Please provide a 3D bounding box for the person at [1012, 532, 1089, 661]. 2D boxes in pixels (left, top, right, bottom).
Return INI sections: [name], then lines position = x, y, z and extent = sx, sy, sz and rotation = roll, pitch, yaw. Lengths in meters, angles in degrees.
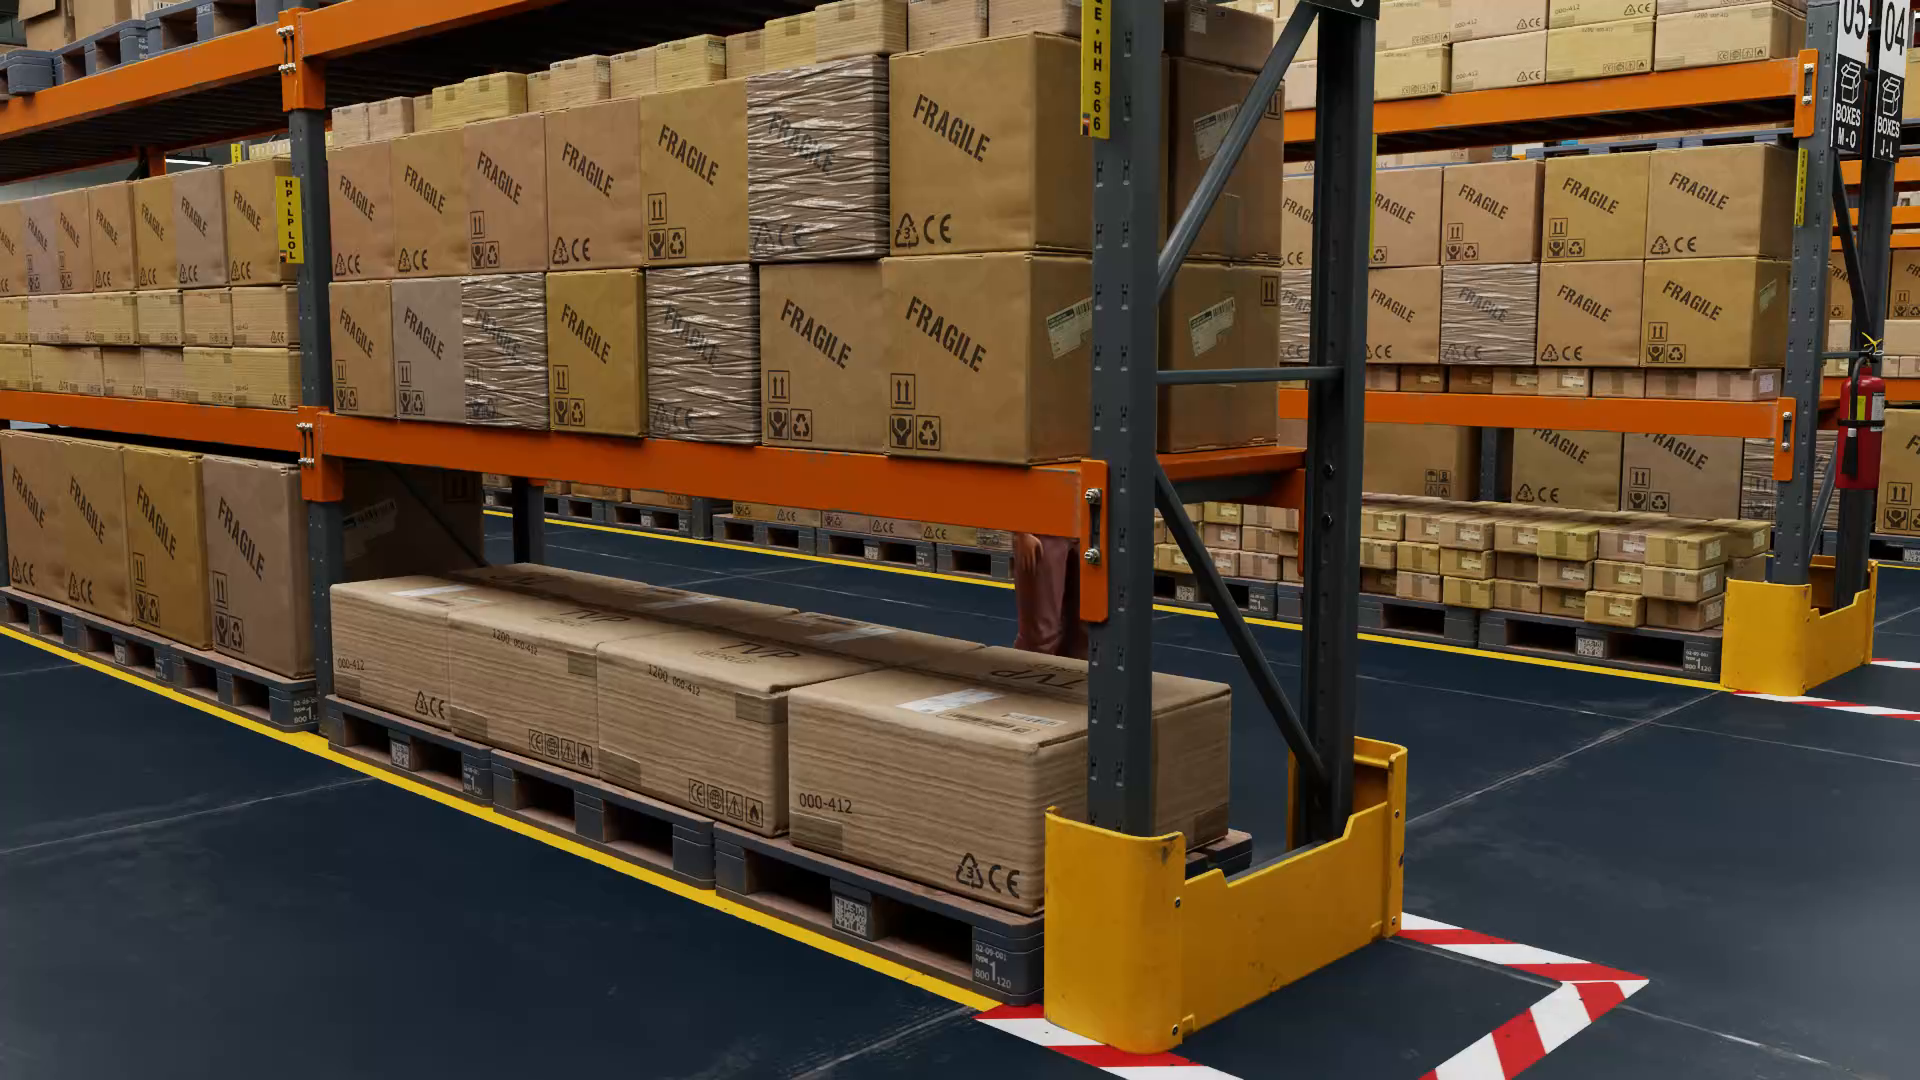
[person]
position = 0.382, -0.007, 6.325
extent = 0.356, 1.673, 0.519
rotation = 7, 10, 42
